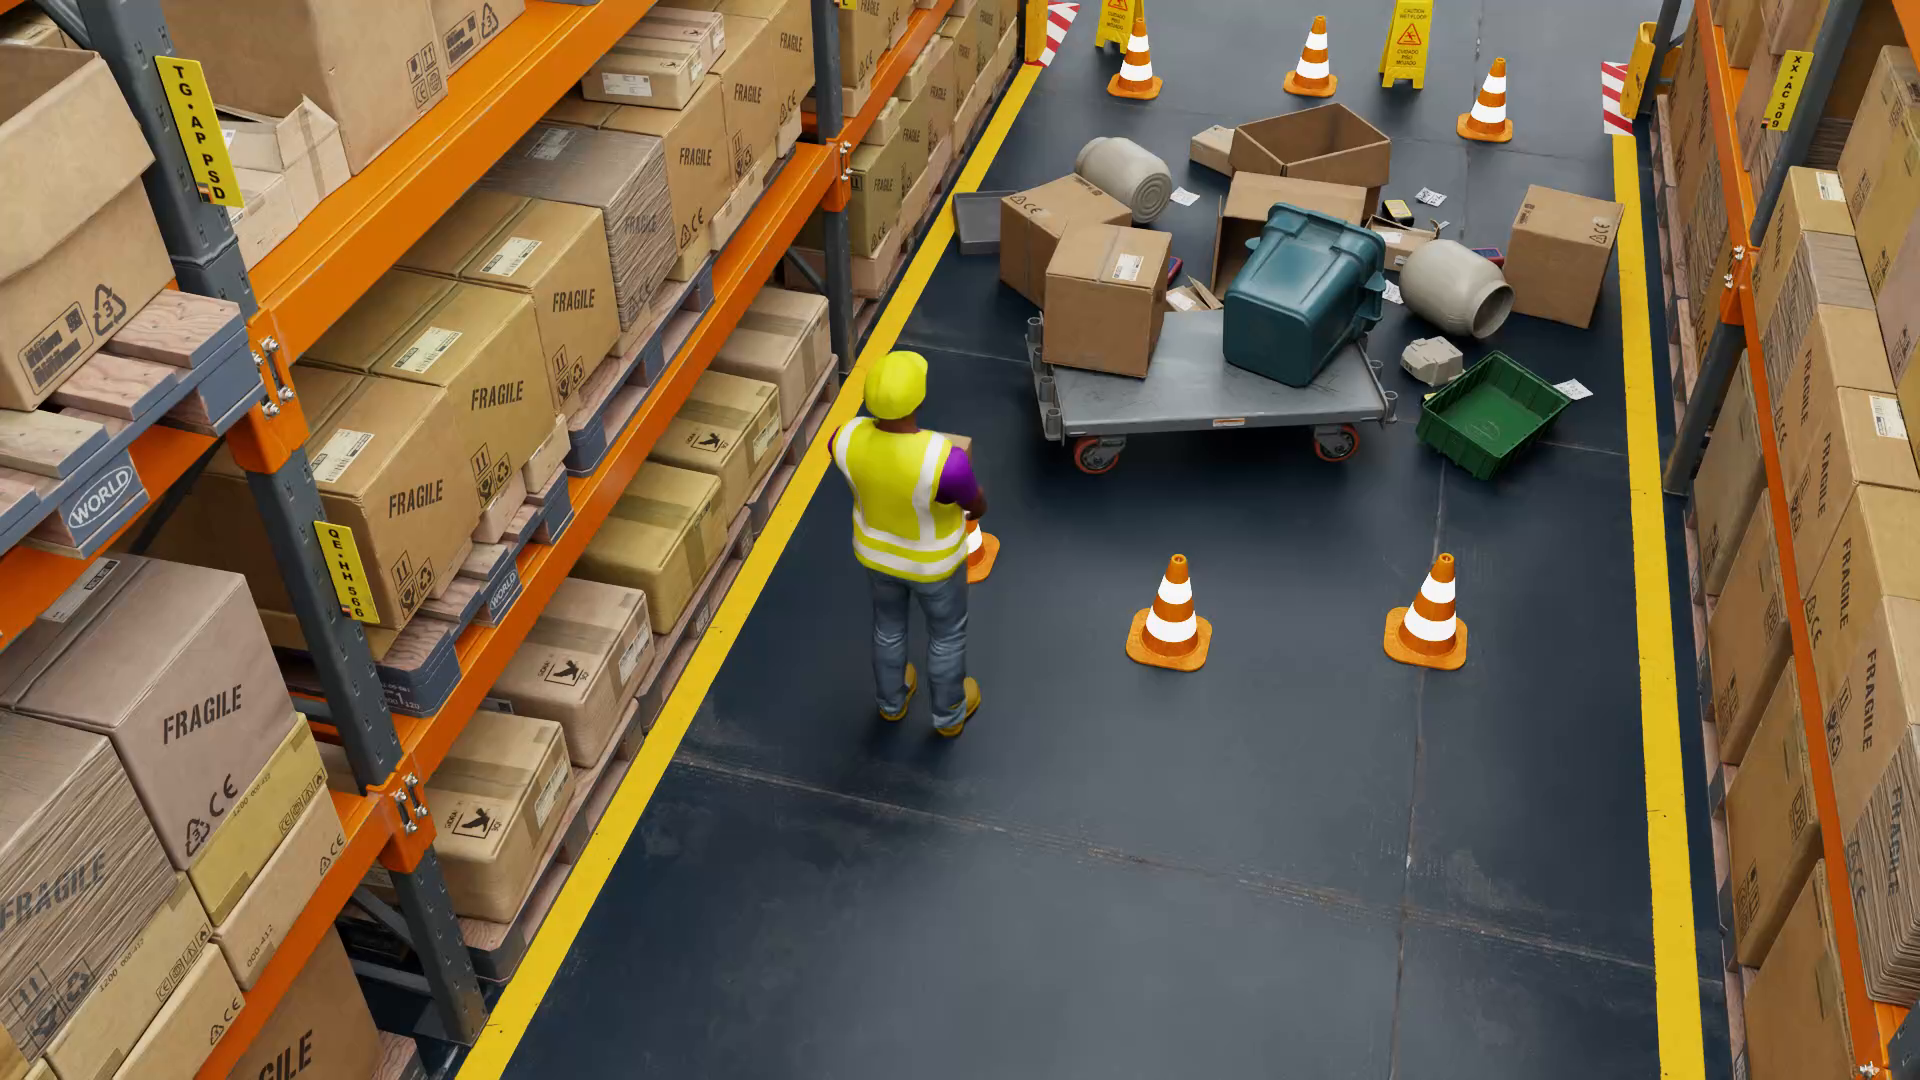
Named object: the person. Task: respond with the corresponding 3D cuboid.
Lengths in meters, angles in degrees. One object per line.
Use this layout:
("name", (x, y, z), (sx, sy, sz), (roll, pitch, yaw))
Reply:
("person", (-0.150, -0.019, 6.160), (0.516, 1.770, 0.571), (15, 43, 17))
